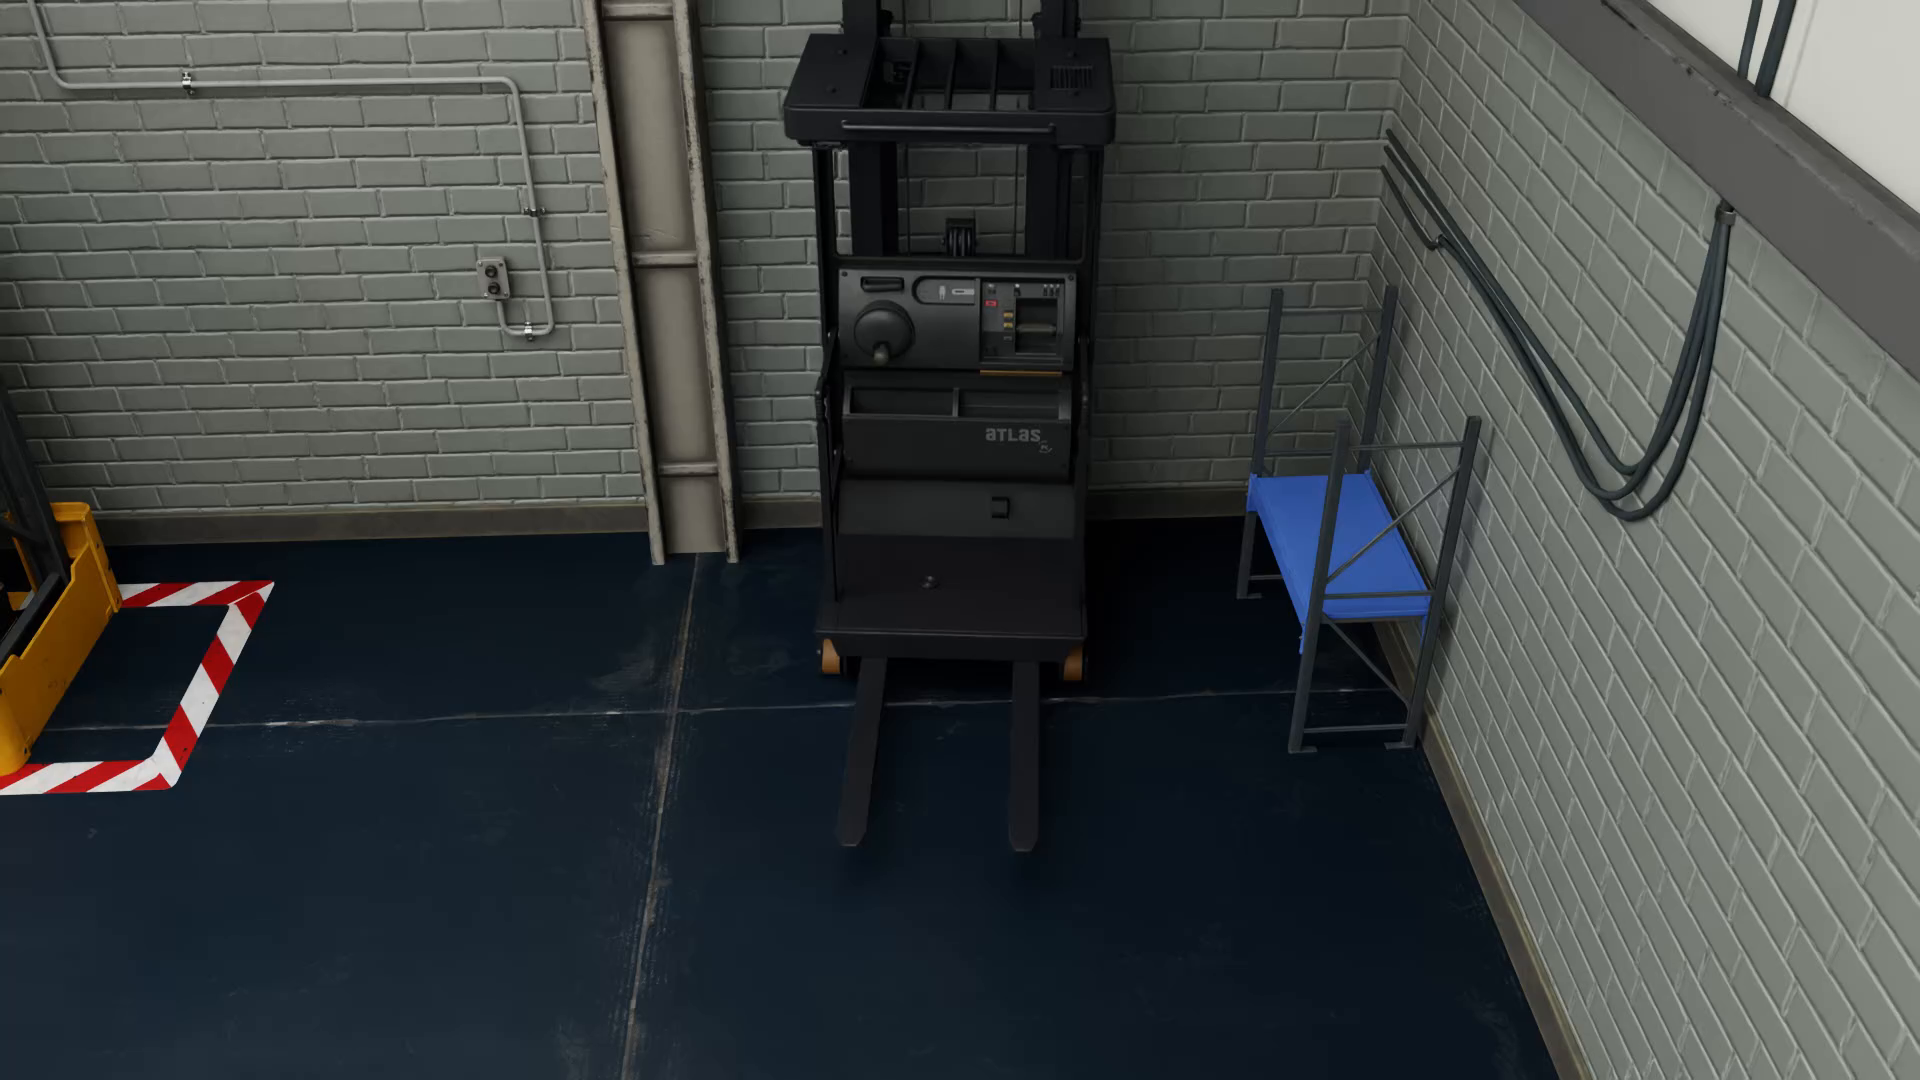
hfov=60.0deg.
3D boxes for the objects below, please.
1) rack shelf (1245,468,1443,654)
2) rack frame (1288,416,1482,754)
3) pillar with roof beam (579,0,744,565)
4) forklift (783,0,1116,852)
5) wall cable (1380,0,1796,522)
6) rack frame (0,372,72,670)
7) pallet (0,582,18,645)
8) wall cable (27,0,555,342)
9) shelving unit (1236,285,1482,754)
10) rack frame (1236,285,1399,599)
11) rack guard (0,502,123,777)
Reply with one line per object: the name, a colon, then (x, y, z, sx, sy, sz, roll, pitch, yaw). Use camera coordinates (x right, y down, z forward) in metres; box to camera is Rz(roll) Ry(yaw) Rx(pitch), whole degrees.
rack shelf: (1.510, 0.065, 6.655, 0.538, 0.185, 1.000, -2, 35, -3)
rack frame: (1.543, 0.205, 6.135, 0.500, 1.500, 0.032, -2, 35, -3)
pillar with roof beam: (-1.008, -1.232, 1.623, 0.400, 9.000, 9.100, -2, 35, -2)
forklift: (-0.017, -0.806, 6.340, 1.130, 2.935, 3.031, 1, 35, 2)
wall cable: (1.798, -1.788, 5.154, 0.112, 2.526, 3.097, -2, 35, -2)
rack frame: (-3.868, -0.648, 6.051, 0.127, 3.000, 1.000, -2, 35, -2)
pallet: (-4.663, 0.564, 6.749, 1.213, 0.211, 1.003, -2, 35, -2)
wall cable: (-2.634, -1.638, 6.589, 1.851, 1.984, 0.084, -2, 35, -2)
shelving unit: (1.510, -0.083, 6.552, 0.538, 1.500, 1.048, -2, 35, -3)
rack frame: (1.477, -0.372, 6.969, 0.500, 1.500, 0.032, -2, 35, -3)
rack guard: (-3.844, 0.379, 6.763, 0.348, 0.500, 1.175, -2, 35, -2)
